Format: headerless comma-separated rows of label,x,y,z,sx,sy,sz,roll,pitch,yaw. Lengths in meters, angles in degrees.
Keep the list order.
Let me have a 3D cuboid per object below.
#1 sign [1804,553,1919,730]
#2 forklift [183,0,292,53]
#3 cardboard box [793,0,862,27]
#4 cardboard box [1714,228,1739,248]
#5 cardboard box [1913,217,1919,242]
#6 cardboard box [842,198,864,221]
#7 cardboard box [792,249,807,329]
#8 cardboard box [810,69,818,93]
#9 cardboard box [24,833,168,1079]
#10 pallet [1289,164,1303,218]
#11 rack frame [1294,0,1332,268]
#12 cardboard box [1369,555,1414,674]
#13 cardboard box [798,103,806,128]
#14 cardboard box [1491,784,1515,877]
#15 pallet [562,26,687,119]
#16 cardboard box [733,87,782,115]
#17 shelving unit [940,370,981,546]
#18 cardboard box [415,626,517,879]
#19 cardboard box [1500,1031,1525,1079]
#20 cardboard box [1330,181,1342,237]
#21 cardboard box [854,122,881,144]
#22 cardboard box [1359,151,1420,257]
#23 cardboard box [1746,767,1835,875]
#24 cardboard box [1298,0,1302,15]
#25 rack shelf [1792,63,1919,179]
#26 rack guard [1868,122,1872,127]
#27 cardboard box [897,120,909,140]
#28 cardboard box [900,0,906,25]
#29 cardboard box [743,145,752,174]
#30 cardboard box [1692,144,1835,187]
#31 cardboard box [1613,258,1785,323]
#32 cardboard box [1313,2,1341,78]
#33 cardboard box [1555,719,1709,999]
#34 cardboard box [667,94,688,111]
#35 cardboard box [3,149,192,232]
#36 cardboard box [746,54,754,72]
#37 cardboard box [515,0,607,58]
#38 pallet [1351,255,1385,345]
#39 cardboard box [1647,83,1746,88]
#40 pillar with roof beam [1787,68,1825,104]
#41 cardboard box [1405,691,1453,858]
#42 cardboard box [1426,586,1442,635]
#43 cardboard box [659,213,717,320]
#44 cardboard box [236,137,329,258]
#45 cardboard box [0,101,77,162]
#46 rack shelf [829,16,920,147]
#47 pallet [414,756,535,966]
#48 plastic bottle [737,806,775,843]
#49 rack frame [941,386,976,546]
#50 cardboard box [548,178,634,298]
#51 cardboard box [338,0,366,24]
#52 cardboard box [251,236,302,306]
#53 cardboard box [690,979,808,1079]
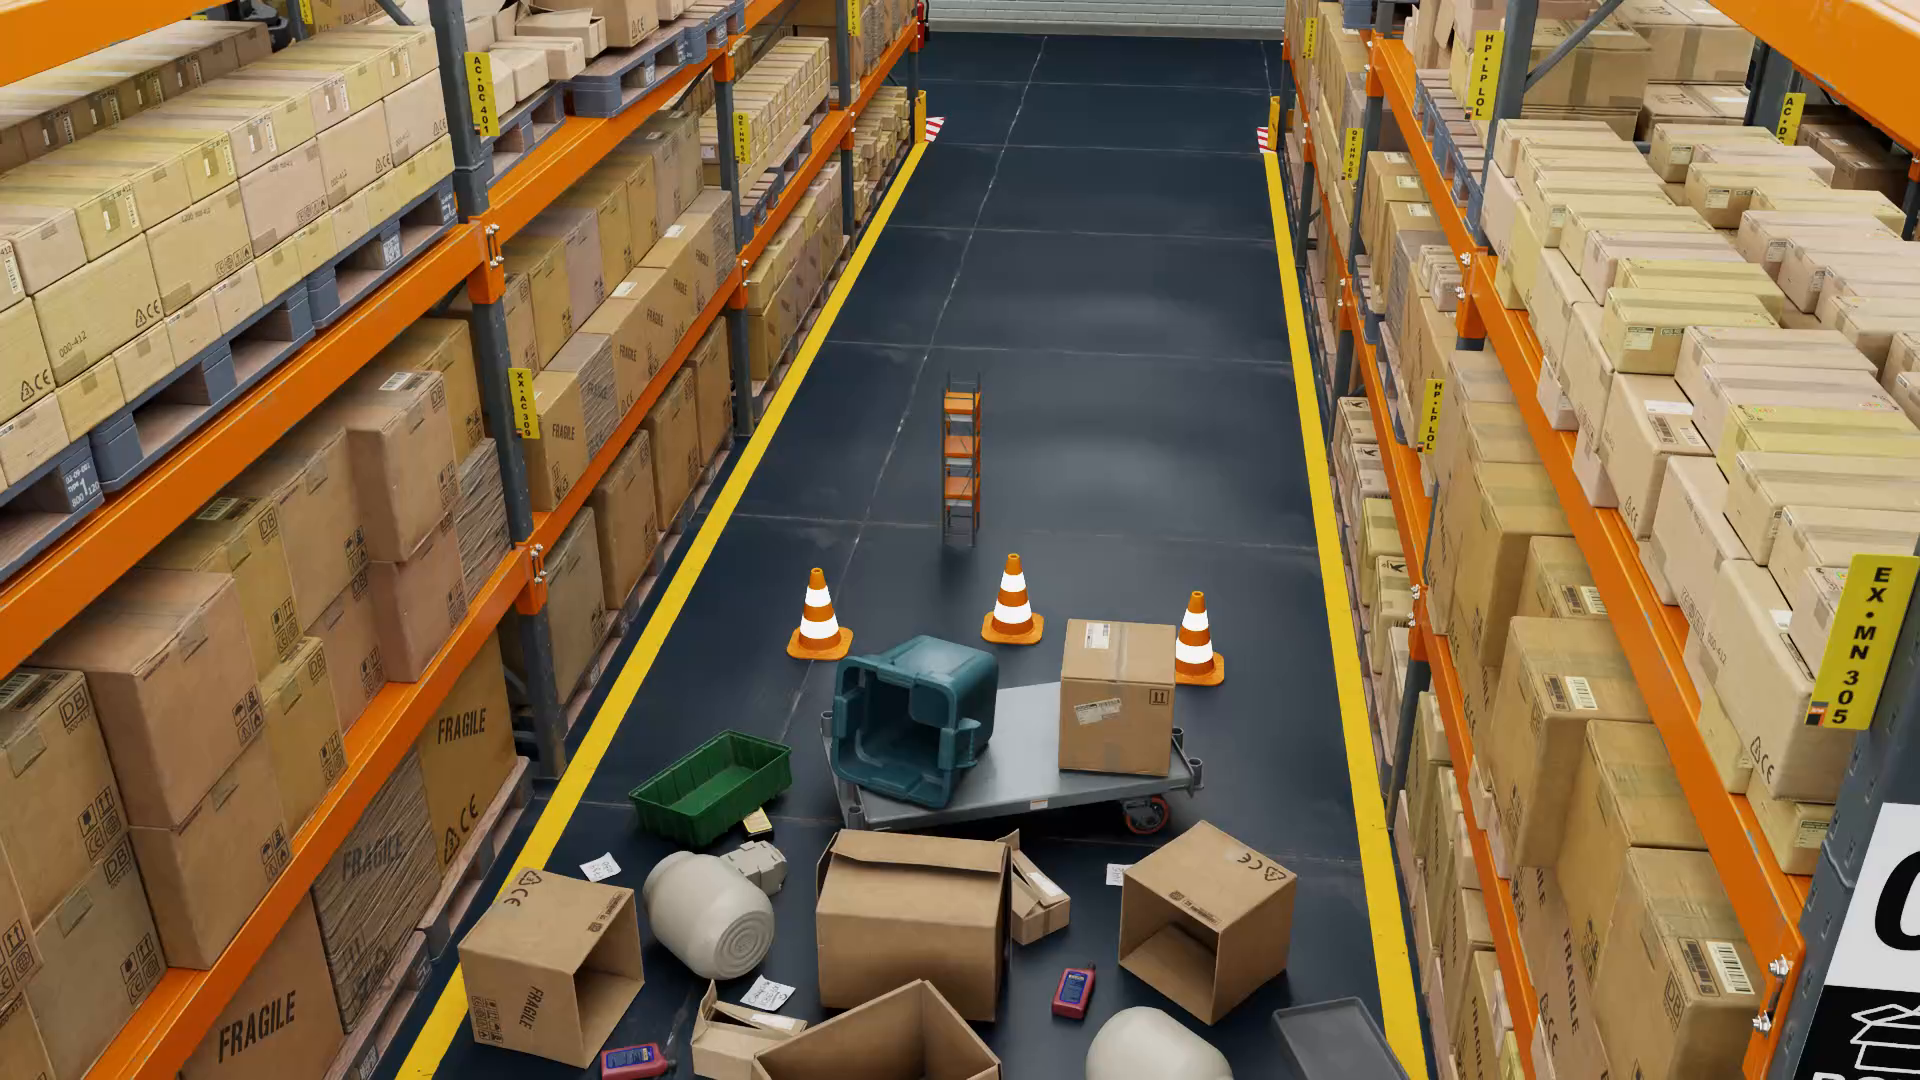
sign,1.452,0.167,2.681,0.100,0.325,0.005,3,28,6
forklift,-5.013,-1.950,10.780,3.031,2.935,1.130,-20,34,-33
cardboard box,-1.157,-4.783,14.492,0.500,0.500,0.500,4,29,7
cardboard box,2.643,-0.888,5.417,0.500,0.250,0.500,3,28,5
cardboard box,8.115,-2.313,13.573,0.500,0.500,0.500,5,29,8
cardboard box,-1.091,-3.052,15.316,0.380,0.149,0.250,2,28,4
cardboard box,-1.488,-1.968,12.933,0.500,0.500,0.500,3,28,5
cardboard box,-1.371,-3.735,13.529,0.380,0.149,0.250,5,29,8
cardboard box,-2.878,1.175,4.747,0.875,0.550,0.550,3,28,6
pallet,3.789,-3.431,16.396,1.003,0.211,1.213,3,28,6
rack frame,3.471,-3.730,14.010,1.000,3.000,0.127,3,28,6
cardboard box,2.637,0.423,8.631,0.950,0.372,0.625,5,29,9
cardboard box,-1.429,-3.357,13.140,0.380,0.149,0.250,2,28,4
cardboard box,2.005,0.764,5.249,0.500,0.500,0.500,4,29,7
pallet,-2.105,-2.491,8.748,1.003,0.211,1.213,5,29,9
cardboard box,-1.536,-3.248,12.311,0.380,0.149,0.250,4,29,8
shelving unit,0.007,-0.487,10.048,0.215,1.050,0.252,3,28,6
cardboard box,-2.581,0.839,7.328,0.875,0.875,0.875,4,29,7
cardboard box,1.852,1.642,5.021,0.380,0.149,0.250,4,29,7
cardboard box,2.832,-2.275,11.469,0.500,0.250,0.500,4,29,7
cardboard box,-0.990,-4.046,16.532,0.380,0.149,0.250,3,29,6
cardboard box,2.696,-2.008,9.953,0.500,0.500,0.500,3,28,5
cardboard box,1.767,0.525,3.215,0.380,0.149,0.250,3,29,6
cardboard box,3.448,-5.166,15.517,0.500,0.500,0.500,3,29,6
rack shelf,8.643,-4.068,15.396,1.077,0.370,4.000,3,28,6
rack guard,8.878,-4.189,17.499,1.175,0.500,0.348,3,28,6
cardboard box,-0.753,-4.395,17.809,0.380,0.149,0.250,4,29,8
cardboard box,-0.832,-5.559,16.987,0.500,0.500,0.500,3,28,5
cardboard box,-1.655,-2.636,11.488,0.380,0.149,0.250,5,29,9
cardboard box,2.713,-1.236,5.643,0.380,0.149,0.250,3,28,5
cardboard box,2.020,-0.659,4.572,0.380,0.149,0.250,4,29,7
cardboard box,3.132,-4.023,13.396,0.500,0.500,0.500,4,29,7
cardboard box,1.916,0.813,4.105,0.700,0.500,0.500,4,29,7
cardboard box,-2.210,-3.161,12.149,0.380,0.149,0.250,3,28,6
cardboard box,-2.380,-0.968,4.598,0.380,0.149,0.250,4,29,7
cardboard box,-1.959,-4.016,14.051,0.380,0.149,0.250,4,29,7
cardboard box,-1.995,-2.563,8.275,0.396,0.266,0.258,3,28,6
pallet,2.999,-1.421,9.926,1.213,0.211,1.003,3,28,6
cardboard box,3.021,-1.894,7.155,0.500,0.250,0.500,3,28,6
pillar with roof beam,5.840,-9.434,18.273,9.100,9.000,0.400,3,28,6
cardboard box,2.150,0.994,6.908,0.500,0.500,0.500,5,29,9
cardboard box,2.134,0.276,6.839,0.380,0.149,0.250,3,28,6
cardboard box,-1.795,-1.668,10.079,0.500,0.500,0.500,3,28,6
cardboard box,-2.365,-1.098,5.260,0.500,0.250,0.500,3,28,6
cardboard box,-2.971,-1.243,5.108,0.380,0.149,0.250,3,28,6
rack shelf,-1.209,-4.594,16.374,1.077,0.370,4.000,3,28,6
pallet,-2.605,1.377,7.471,1.003,0.211,1.213,3,28,6
plastic bottle,-0.970,1.308,7.759,0.133,0.061,0.283,-11,30,-20
rack frame,-0.008,-0.430,9.941,0.200,1.050,0.008,3,28,6
cardboard box,-2.193,-1.640,8.972,0.700,0.500,0.500,3,28,6
cardboard box,-5.984,-5.142,15.687,0.500,0.500,0.500,3,28,6
cardboard box,-2.316,-0.853,5.225,0.380,0.149,0.250,3,28,6
cardboard box,-0.817,1.916,6.414,0.396,0.266,0.258,8,29,15
